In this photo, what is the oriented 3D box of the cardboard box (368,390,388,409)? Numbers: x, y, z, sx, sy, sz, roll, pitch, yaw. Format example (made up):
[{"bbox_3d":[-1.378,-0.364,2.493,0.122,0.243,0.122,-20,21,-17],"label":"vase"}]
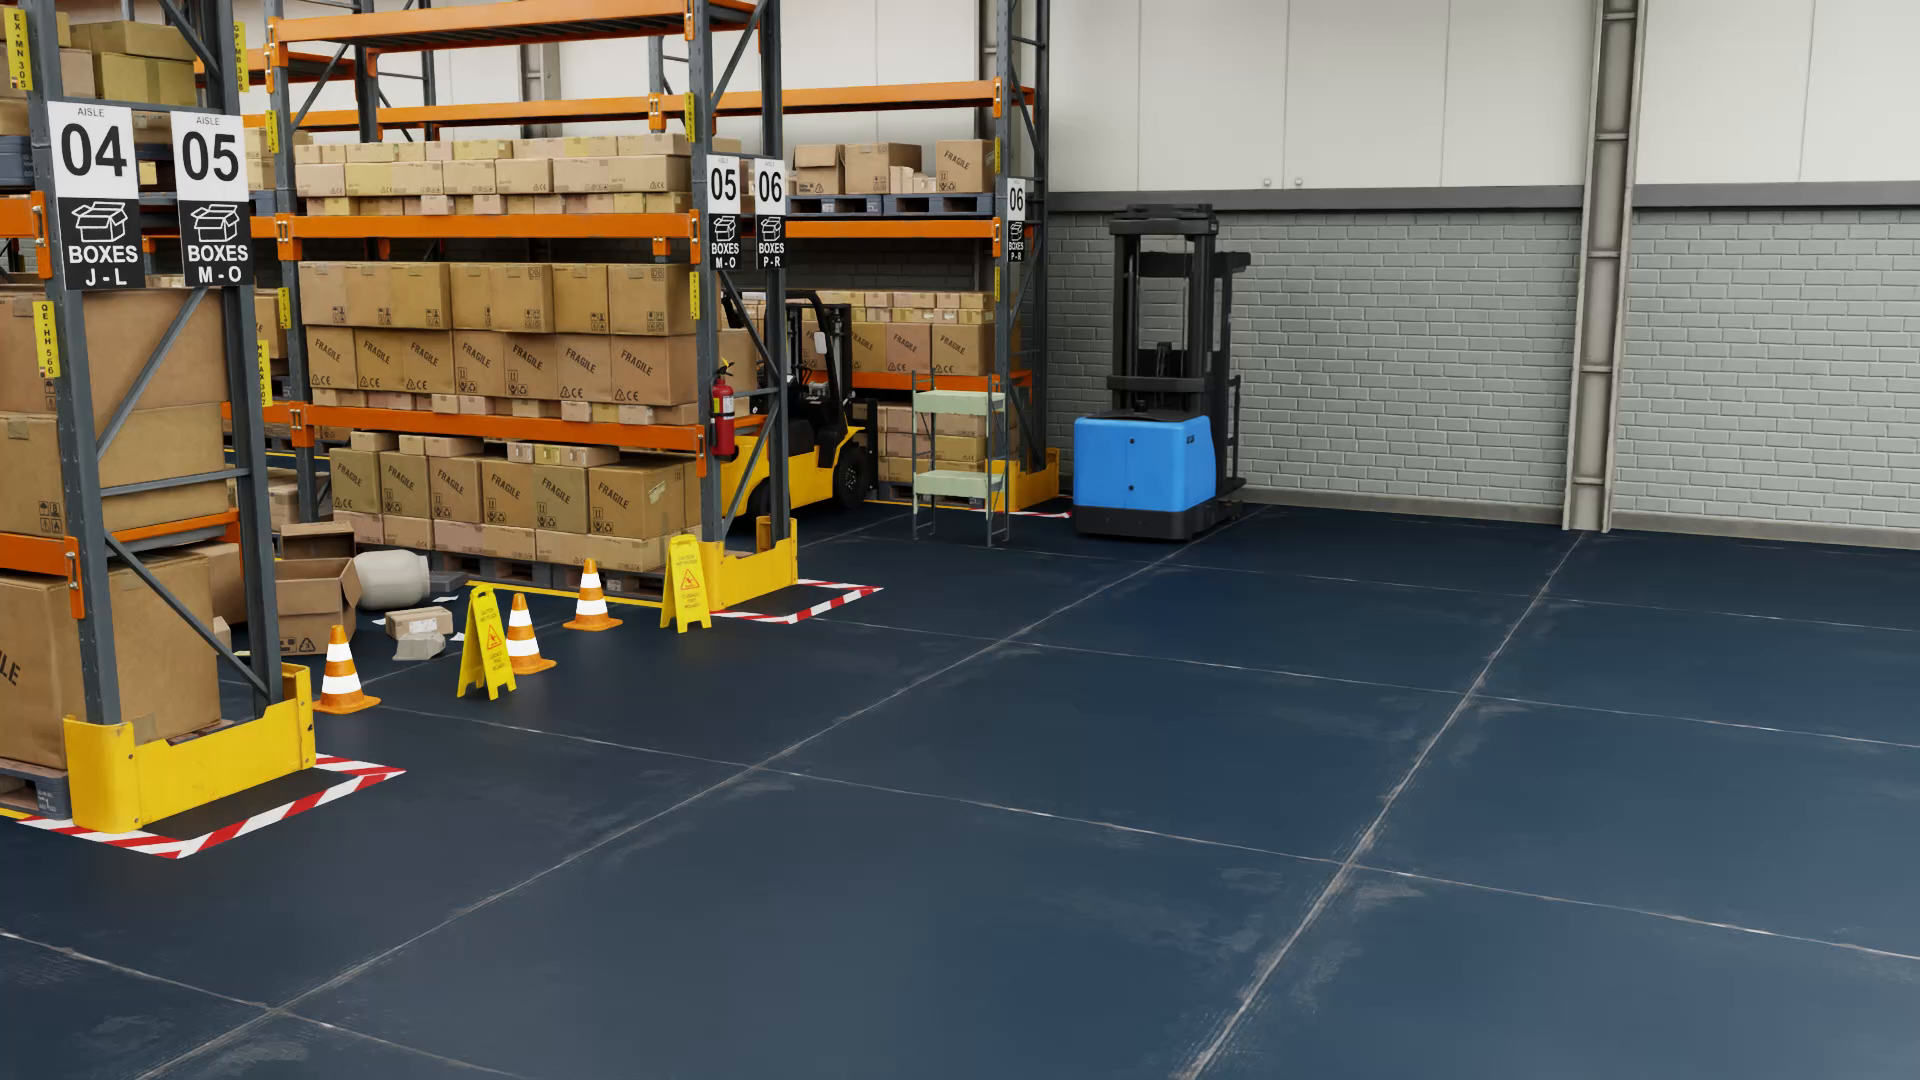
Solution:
[{"bbox_3d":[-4.526,-1.150,13.365,0.250,0.149,0.380,5,11,26],"label":"cardboard box"}]

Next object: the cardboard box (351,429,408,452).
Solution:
[{"bbox_3d":[-4.672,-0.810,13.396,0.250,0.149,0.380,5,11,27],"label":"cardboard box"}]

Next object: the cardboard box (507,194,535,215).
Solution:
[{"bbox_3d":[-3.160,-2.503,12.420,0.250,0.149,0.380,5,11,24],"label":"cardboard box"}]

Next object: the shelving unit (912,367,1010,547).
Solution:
[{"bbox_3d":[0.006,-0.737,14.594,0.755,1.500,0.431,5,11,26],"label":"shelving unit"}]

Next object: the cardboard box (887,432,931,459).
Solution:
[{"bbox_3d":[-0.407,-0.984,16.883,0.500,0.250,0.500,5,11,25],"label":"cardboard box"}]

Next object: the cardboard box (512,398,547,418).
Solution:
[{"bbox_3d":[-3.188,-1.023,12.666,0.250,0.149,0.380,5,11,25],"label":"cardboard box"}]

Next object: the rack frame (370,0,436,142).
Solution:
[{"bbox_3d":[-6.562,-5.437,19.505,0.127,3.000,1.000,5,11,26],"label":"rack frame"}]

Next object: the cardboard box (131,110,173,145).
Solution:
[{"bbox_3d":[-3.845,-1.950,7.903,0.250,0.149,0.380,5,11,26],"label":"cardboard box"}]

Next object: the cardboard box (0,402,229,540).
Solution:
[{"bbox_3d":[-4.033,-0.359,7.870,0.550,0.550,0.875,5,11,26],"label":"cardboard box"}]

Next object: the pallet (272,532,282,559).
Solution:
[{"bbox_3d":[-5.866,-0.066,14.502,1.213,0.211,1.003,5,11,26],"label":"pallet"}]

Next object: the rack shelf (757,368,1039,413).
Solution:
[{"bbox_3d":[-1.181,-1.658,17.491,4.000,0.370,1.077,5,11,26],"label":"rack shelf"}]

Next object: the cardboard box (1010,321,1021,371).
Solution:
[{"bbox_3d":[0.291,-1.987,17.008,0.500,0.500,0.500,5,12,28],"label":"cardboard box"}]

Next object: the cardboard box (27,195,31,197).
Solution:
[{"bbox_3d":[-7.909,-3.141,14.960,0.500,0.500,0.700,5,11,26],"label":"cardboard box"}]

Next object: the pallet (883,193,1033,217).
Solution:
[{"bbox_3d":[-0.010,-3.347,16.628,1.213,0.211,1.003,5,11,26],"label":"pallet"}]

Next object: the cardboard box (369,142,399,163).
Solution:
[{"bbox_3d":[-4.327,-2.982,12.827,0.250,0.149,0.380,5,11,25],"label":"cardboard box"}]

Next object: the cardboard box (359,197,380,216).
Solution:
[{"bbox_3d":[-4.515,-2.634,13.145,0.250,0.149,0.380,5,11,26],"label":"cardboard box"}]

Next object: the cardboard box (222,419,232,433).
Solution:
[{"bbox_3d":[-9.333,-1.663,21.334,0.500,0.500,0.500,5,11,25],"label":"cardboard box"}]

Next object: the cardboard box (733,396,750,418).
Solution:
[{"bbox_3d":[-1.793,-0.998,12.527,0.250,0.149,0.380,5,11,26],"label":"cardboard box"}]

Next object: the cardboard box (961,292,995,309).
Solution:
[{"bbox_3d":[0.198,-2.364,16.433,0.250,0.149,0.380,5,11,26],"label":"cardboard box"}]

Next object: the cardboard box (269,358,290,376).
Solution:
[{"bbox_3d":[-5.751,-1.456,13.881,0.250,0.149,0.380,5,11,27],"label":"cardboard box"}]

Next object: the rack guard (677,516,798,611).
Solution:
[{"bbox_3d":[-1.648,0.162,12.430,0.348,0.500,1.175,5,11,26],"label":"rack guard"}]

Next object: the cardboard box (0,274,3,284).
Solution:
[{"bbox_3d":[-9.334,-2.232,15.554,0.500,0.500,0.500,5,11,24],"label":"cardboard box"}]

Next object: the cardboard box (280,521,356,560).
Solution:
[{"bbox_3d":[-4.809,0.154,12.471,0.500,0.500,0.500,-4,11,-23],"label":"cardboard box"}]

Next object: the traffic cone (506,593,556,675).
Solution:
[{"bbox_3d":[-2.723,0.563,10.322,0.334,0.463,0.336,5,11,26],"label":"traffic cone"}]

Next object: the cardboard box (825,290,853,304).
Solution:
[{"bbox_3d":[-1.180,-2.484,17.096,0.250,0.149,0.380,5,11,27],"label":"cardboard box"}]

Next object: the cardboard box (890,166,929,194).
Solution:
[{"bbox_3d":[-0.492,-3.557,16.458,0.258,0.266,0.396,5,11,26],"label":"cardboard box"}]

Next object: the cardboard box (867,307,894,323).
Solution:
[{"bbox_3d":[-0.748,-2.286,16.838,0.250,0.149,0.380,5,11,24],"label":"cardboard box"}]

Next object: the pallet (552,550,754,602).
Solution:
[{"bbox_3d":[-2.361,0.235,12.841,1.213,0.211,1.003,5,11,26],"label":"pallet"}]

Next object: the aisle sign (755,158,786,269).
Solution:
[{"bbox_3d":[-1.388,-2.386,12.189,0.004,0.787,0.394,5,11,26],"label":"aisle sign"}]

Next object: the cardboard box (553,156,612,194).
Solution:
[{"bbox_3d":[-2.603,-2.650,12.111,0.500,0.250,0.500,5,11,25],"label":"cardboard box"}]

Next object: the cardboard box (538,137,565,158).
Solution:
[{"bbox_3d":[-2.886,-2.878,12.255,0.250,0.149,0.380,5,11,26],"label":"cardboard box"}]

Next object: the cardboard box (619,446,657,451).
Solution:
[{"bbox_3d":[-3.447,-1.247,18.689,0.625,0.625,0.875,6,12,28],"label":"cardboard box"}]

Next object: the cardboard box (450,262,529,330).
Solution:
[{"bbox_3d":[-3.474,-1.881,12.778,0.500,0.500,0.700,5,11,25],"label":"cardboard box"}]

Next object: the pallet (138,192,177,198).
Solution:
[{"bbox_3d":[-6.605,-2.907,14.477,1.003,0.211,1.213,5,11,26],"label":"pallet"}]

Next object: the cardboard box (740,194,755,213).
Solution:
[{"bbox_3d":[-1.734,-2.492,12.360,0.250,0.149,0.380,5,11,26],"label":"cardboard box"}]

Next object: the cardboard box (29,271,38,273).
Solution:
[{"bbox_3d":[-12.103,-3.360,22.354,0.500,0.500,0.500,5,12,27],"label":"cardboard box"}]

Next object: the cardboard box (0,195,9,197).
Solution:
[{"bbox_3d":[-9.159,-3.431,15.375,0.637,0.503,0.797,4,11,22],"label":"cardboard box"}]

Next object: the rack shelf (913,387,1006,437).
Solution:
[{"bbox_3d":[0.006,-1.122,14.524,0.720,0.370,0.431,5,11,26],"label":"rack shelf"}]

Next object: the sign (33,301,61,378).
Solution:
[{"bbox_3d":[-3.932,-0.864,7.165,0.005,0.325,0.100,5,11,26],"label":"sign"}]

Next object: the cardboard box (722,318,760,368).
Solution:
[{"bbox_3d":[-2.218,-2.104,17.653,0.500,0.500,0.500,5,12,27],"label":"cardboard box"}]

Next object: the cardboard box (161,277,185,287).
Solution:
[{"bbox_3d":[-6.561,-2.169,14.174,0.250,0.149,0.380,4,11,23],"label":"cardboard box"}]

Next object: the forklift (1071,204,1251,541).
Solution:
[{"bbox_3d":[2.061,-1.652,15.629,1.130,2.935,3.031,5,11,24],"label":"forklift"}]

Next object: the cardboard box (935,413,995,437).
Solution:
[{"bbox_3d":[0.062,-1.187,16.600,0.500,0.250,0.500,5,12,28],"label":"cardboard box"}]

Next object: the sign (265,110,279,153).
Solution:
[{"bbox_3d":[-5.410,-3.212,13.076,0.005,0.325,0.100,5,11,26],"label":"sign"}]

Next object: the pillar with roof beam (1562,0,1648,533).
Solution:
[{"bbox_3d":[3.863,-3.845,10.709,0.400,9.000,9.100,5,11,26],"label":"pillar with roof beam"}]

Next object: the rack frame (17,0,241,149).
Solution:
[{"bbox_3d":[-3.680,-3.215,7.228,0.127,3.000,1.000,5,11,26],"label":"rack frame"}]

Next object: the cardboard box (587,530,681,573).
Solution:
[{"bbox_3d":[-2.446,0.062,12.507,0.500,0.250,0.500,5,11,26],"label":"cardboard box"}]

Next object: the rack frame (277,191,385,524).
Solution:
[{"bbox_3d":[-5.167,-1.377,13.916,0.127,3.000,1.000,5,11,26],"label":"rack frame"}]

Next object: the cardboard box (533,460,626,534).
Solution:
[{"bbox_3d":[-2.884,-0.346,12.658,0.500,0.500,0.500,6,12,28],"label":"cardboard box"}]

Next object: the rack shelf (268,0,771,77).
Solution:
[{"bbox_3d":[-3.374,-3.816,12.575,4.000,0.370,1.077,5,11,26],"label":"rack shelf"}]

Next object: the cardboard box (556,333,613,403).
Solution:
[{"bbox_3d":[-2.636,-1.296,12.354,0.500,0.500,0.500,5,11,26],"label":"cardboard box"}]
